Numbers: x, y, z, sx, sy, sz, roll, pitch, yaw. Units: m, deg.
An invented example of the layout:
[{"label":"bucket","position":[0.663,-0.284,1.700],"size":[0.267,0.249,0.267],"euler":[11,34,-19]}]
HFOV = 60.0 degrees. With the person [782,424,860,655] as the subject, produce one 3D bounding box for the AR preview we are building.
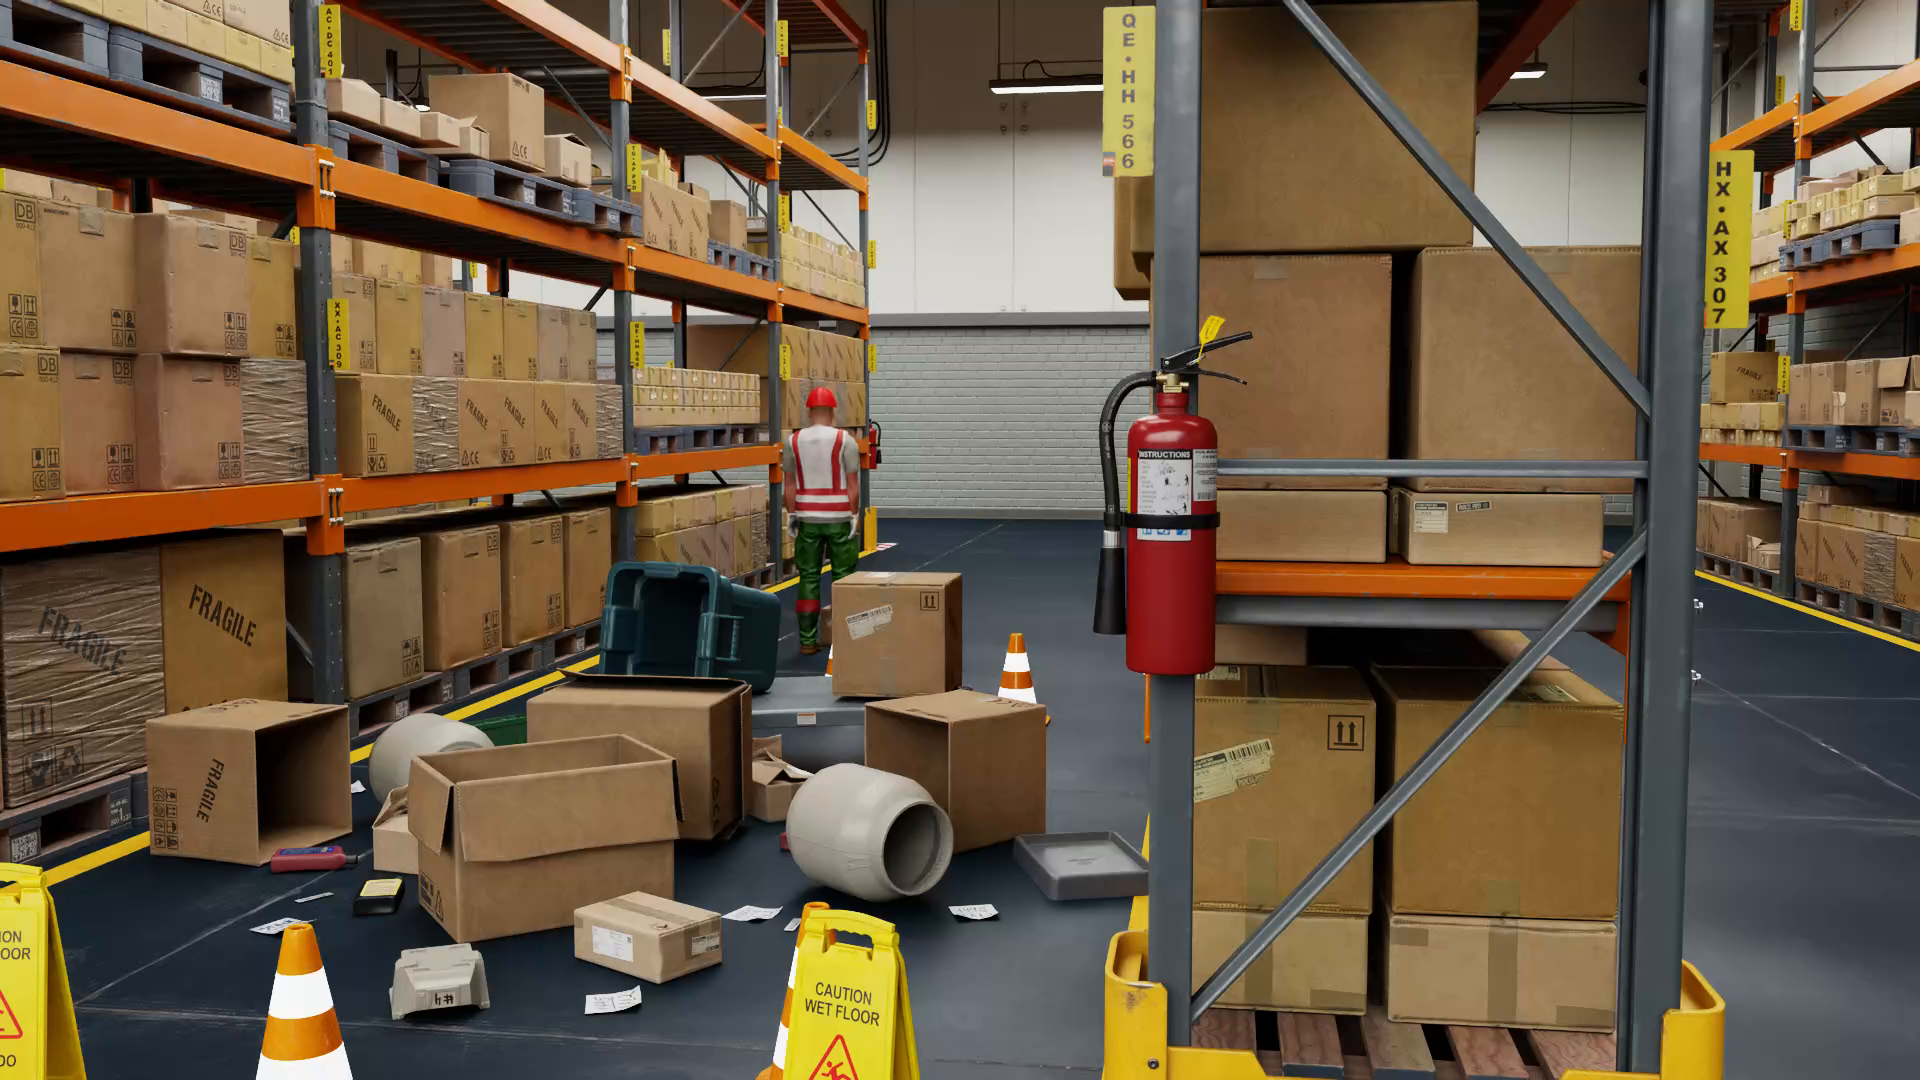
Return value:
[{"label":"person","position":[-0.920,-0.009,11.155],"size":[0.527,1.537,0.345],"euler":[1,4,10]}]
